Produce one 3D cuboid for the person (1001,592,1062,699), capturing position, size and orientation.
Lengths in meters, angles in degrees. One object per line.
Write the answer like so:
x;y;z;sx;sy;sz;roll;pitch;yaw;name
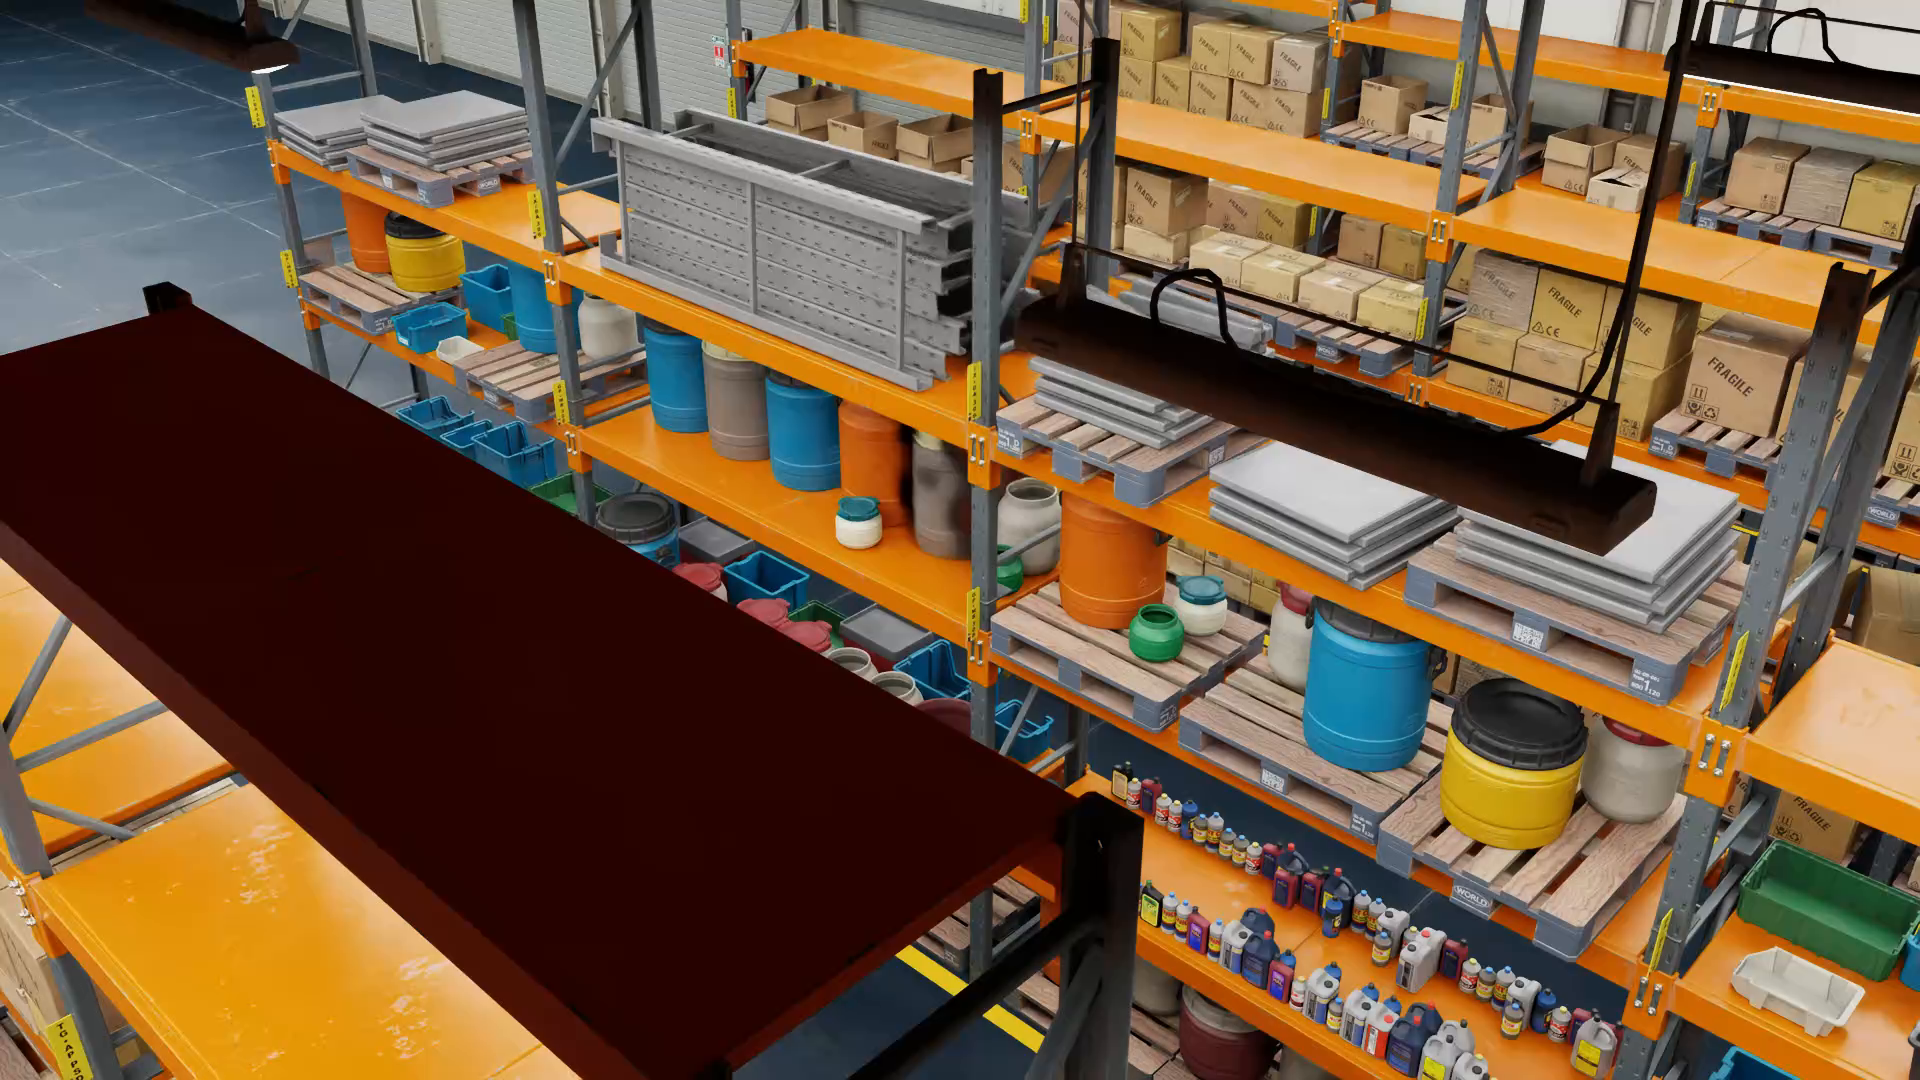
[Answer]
0.660;0.517;13.686;1.016;1.717;0.754;19;34;30;person
